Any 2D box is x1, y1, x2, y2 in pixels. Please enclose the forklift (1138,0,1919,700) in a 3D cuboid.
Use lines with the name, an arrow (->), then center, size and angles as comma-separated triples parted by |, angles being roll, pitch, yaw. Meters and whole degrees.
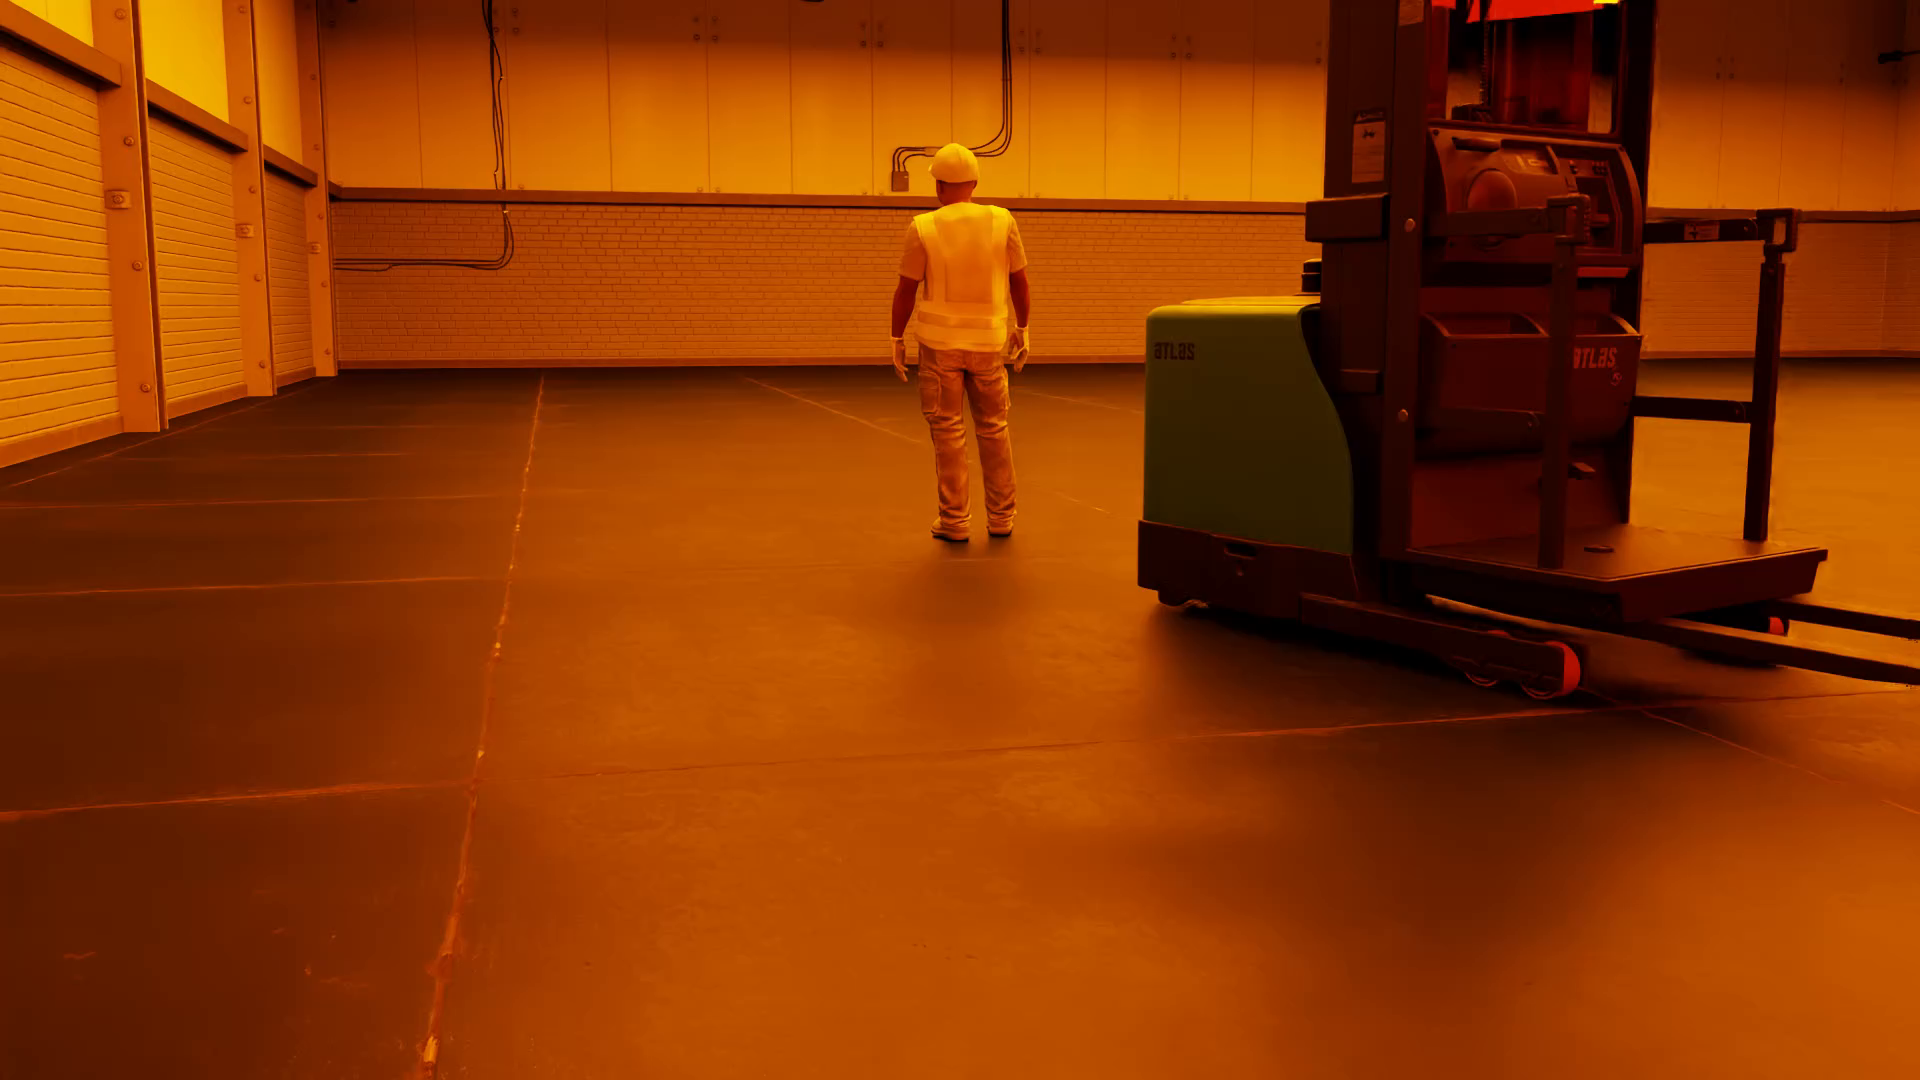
forklift -> 1.880, -1.086, 4.895 | 1.130, 2.935, 3.031 | -5, 10, -33

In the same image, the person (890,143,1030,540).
person -> -0.009, -0.901, 7.654 | 0.657, 1.785, 0.575 | -2, 8, -13
